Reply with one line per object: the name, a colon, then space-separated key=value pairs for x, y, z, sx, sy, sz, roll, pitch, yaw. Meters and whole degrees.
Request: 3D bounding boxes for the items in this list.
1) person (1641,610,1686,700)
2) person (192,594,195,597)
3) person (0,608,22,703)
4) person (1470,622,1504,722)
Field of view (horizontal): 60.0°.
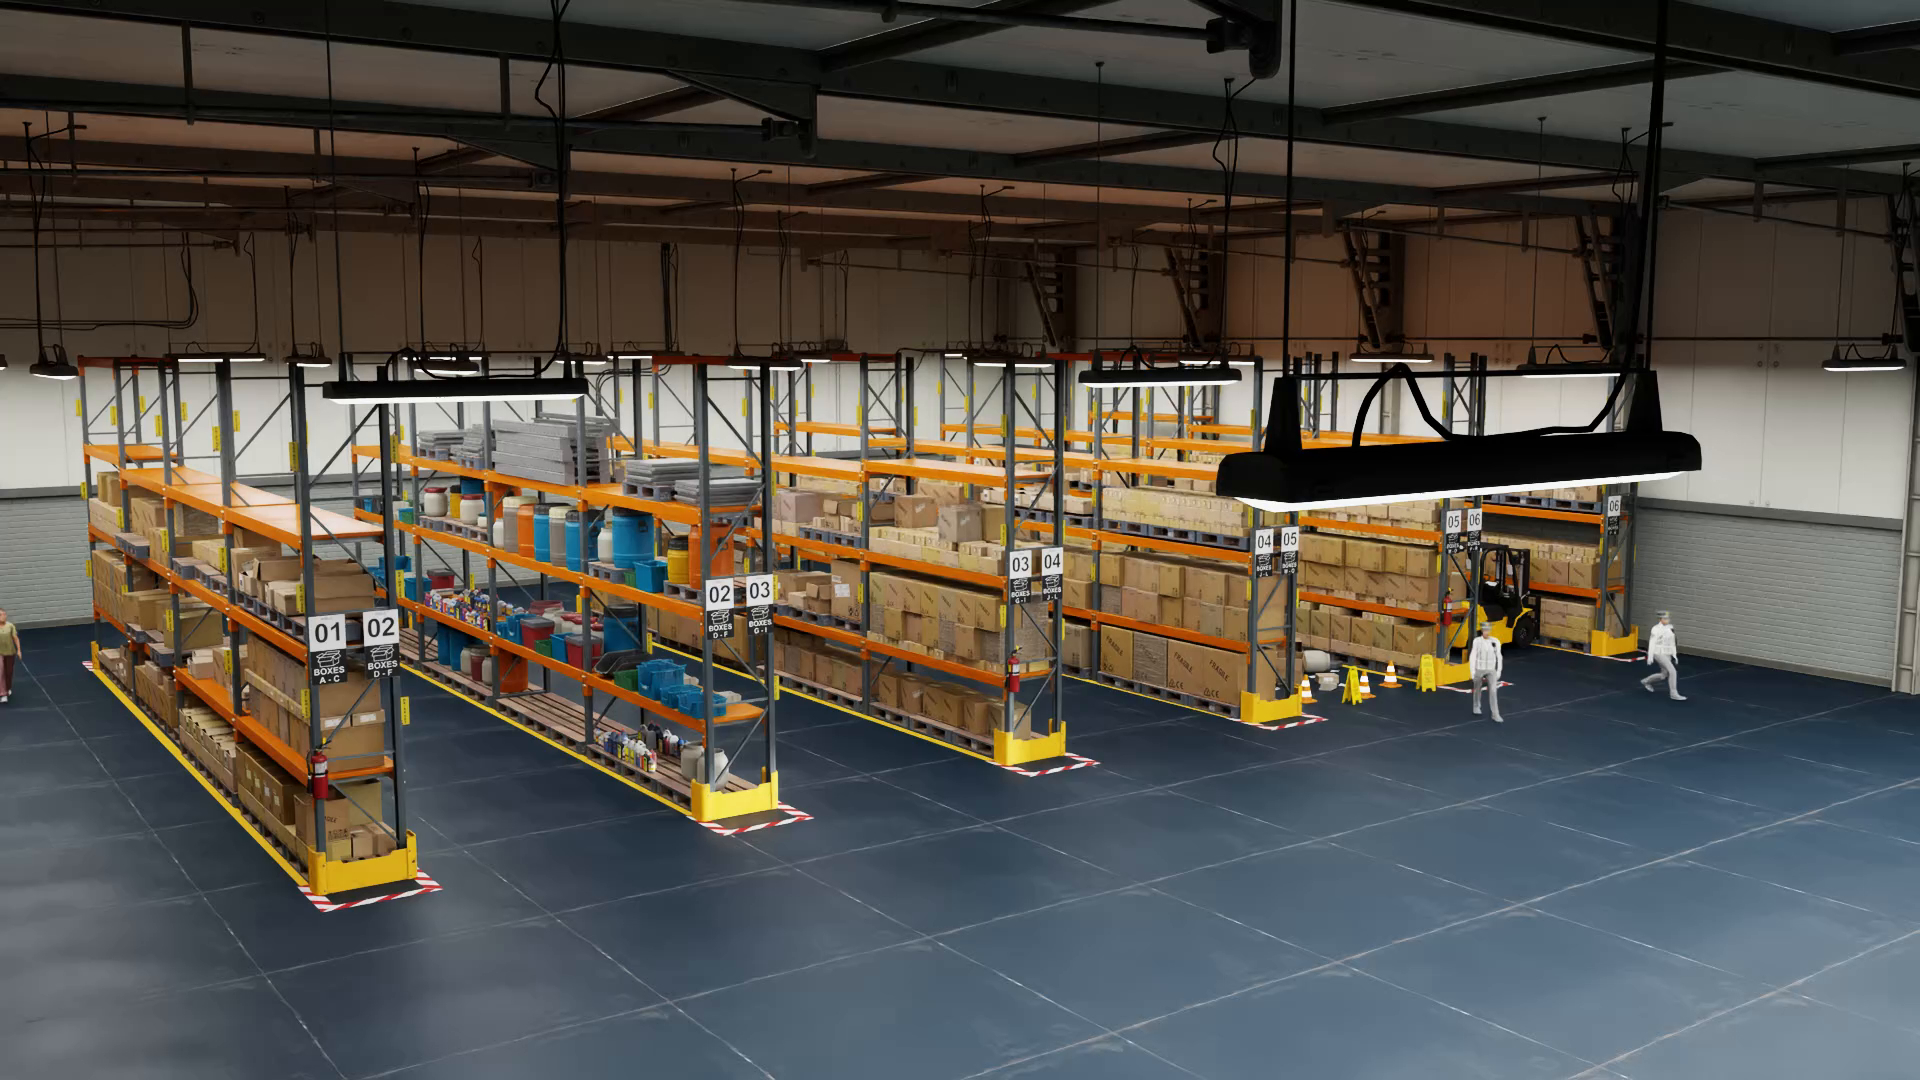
person: x=12.429 y=1.997 z=29.371 sx=0.474 sy=1.542 sz=0.976 roll=-4 pitch=8 yaw=-29
person: x=-16.195 y=1.351 z=34.738 sx=0.597 sy=1.560 sz=0.749 roll=-3 pitch=8 yaw=-26
person: x=-16.733 y=1.992 z=29.093 sx=0.534 sy=1.605 sz=1.064 roll=-5 pitch=8 yaw=-35
person: x=8.738 y=2.156 z=27.594 sx=0.548 sy=1.621 sz=1.020 roll=1 pitch=7 yaw=7
